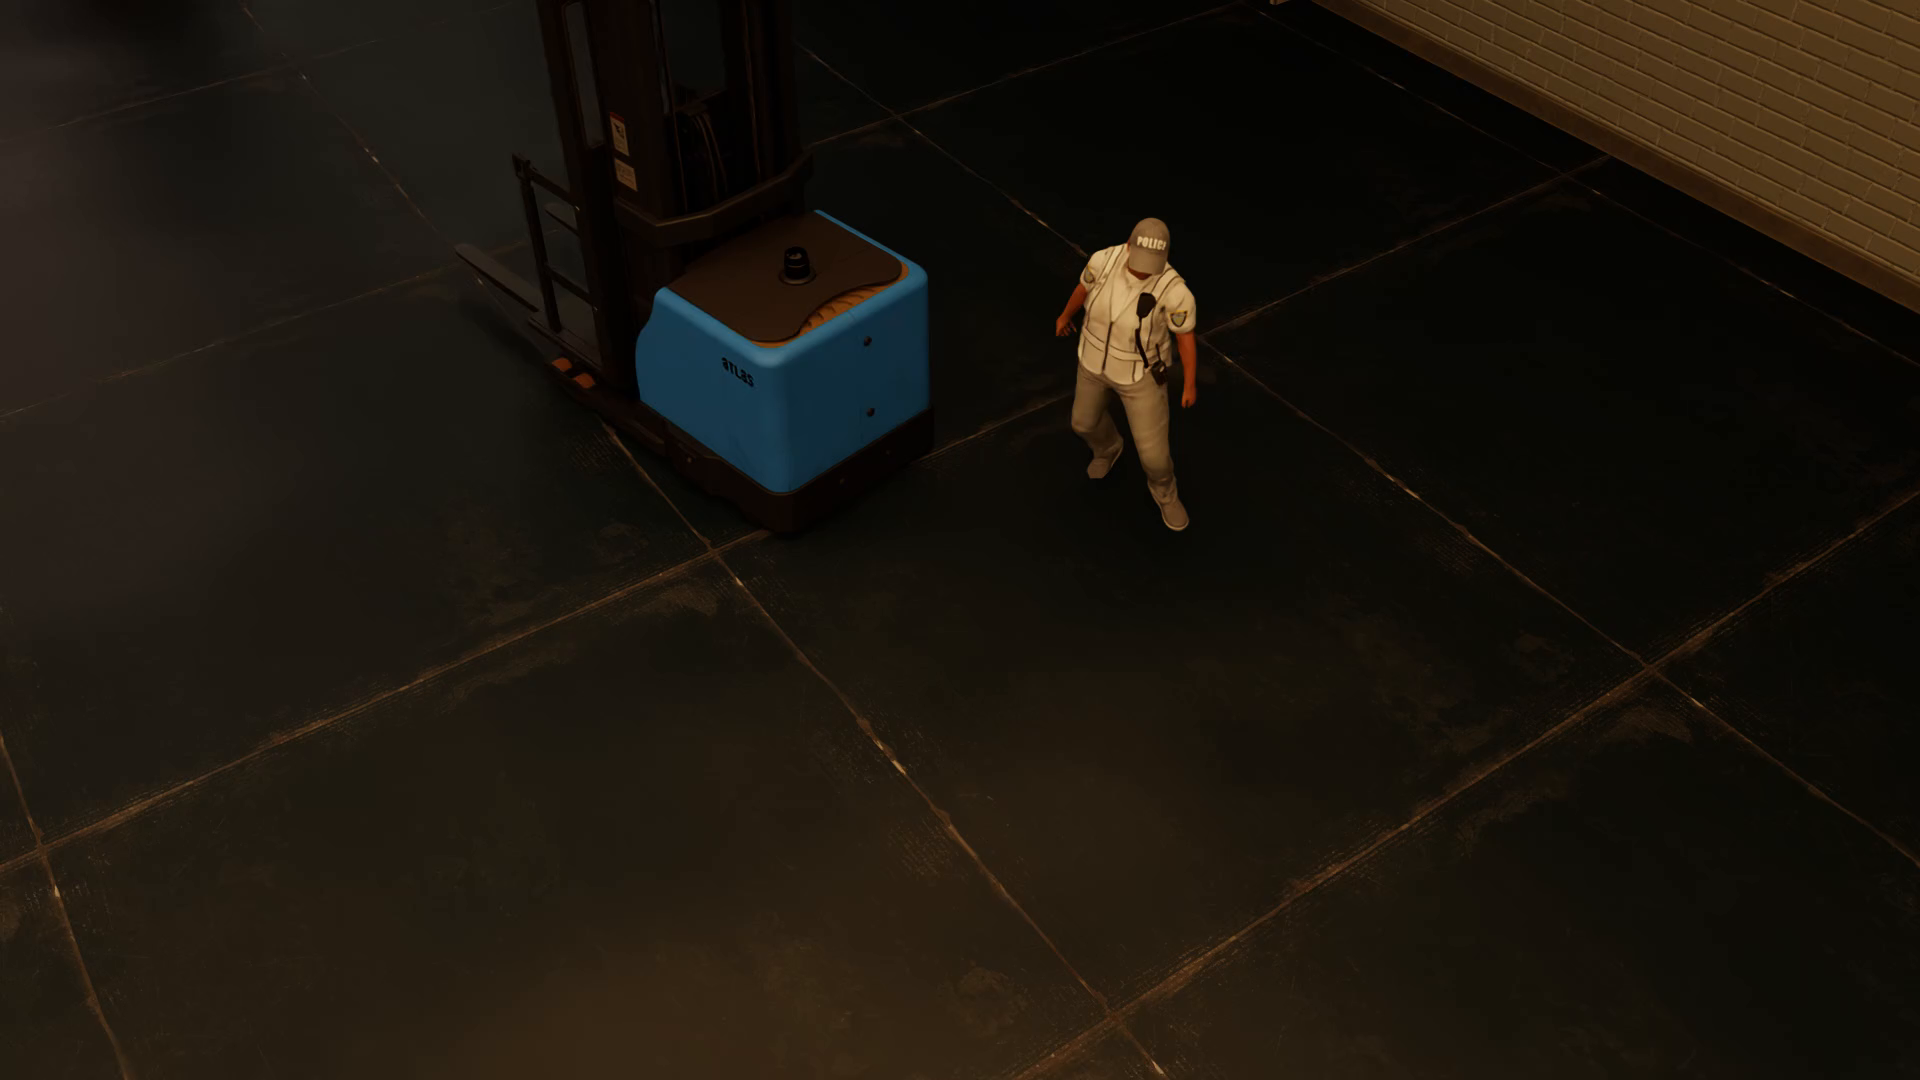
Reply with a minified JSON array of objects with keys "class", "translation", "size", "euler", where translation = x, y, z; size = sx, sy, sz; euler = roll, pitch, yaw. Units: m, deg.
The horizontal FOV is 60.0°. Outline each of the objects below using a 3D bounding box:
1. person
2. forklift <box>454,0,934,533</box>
[{"class":"person","translation":[0.774,-0.818,7.628],"size":[0.840,1.645,0.506],"euler":[27,49,26]},{"class":"forklift","translation":[-1.533,-1.998,7.884],"size":[3.031,2.935,1.130],"euler":[34,52,31]}]
